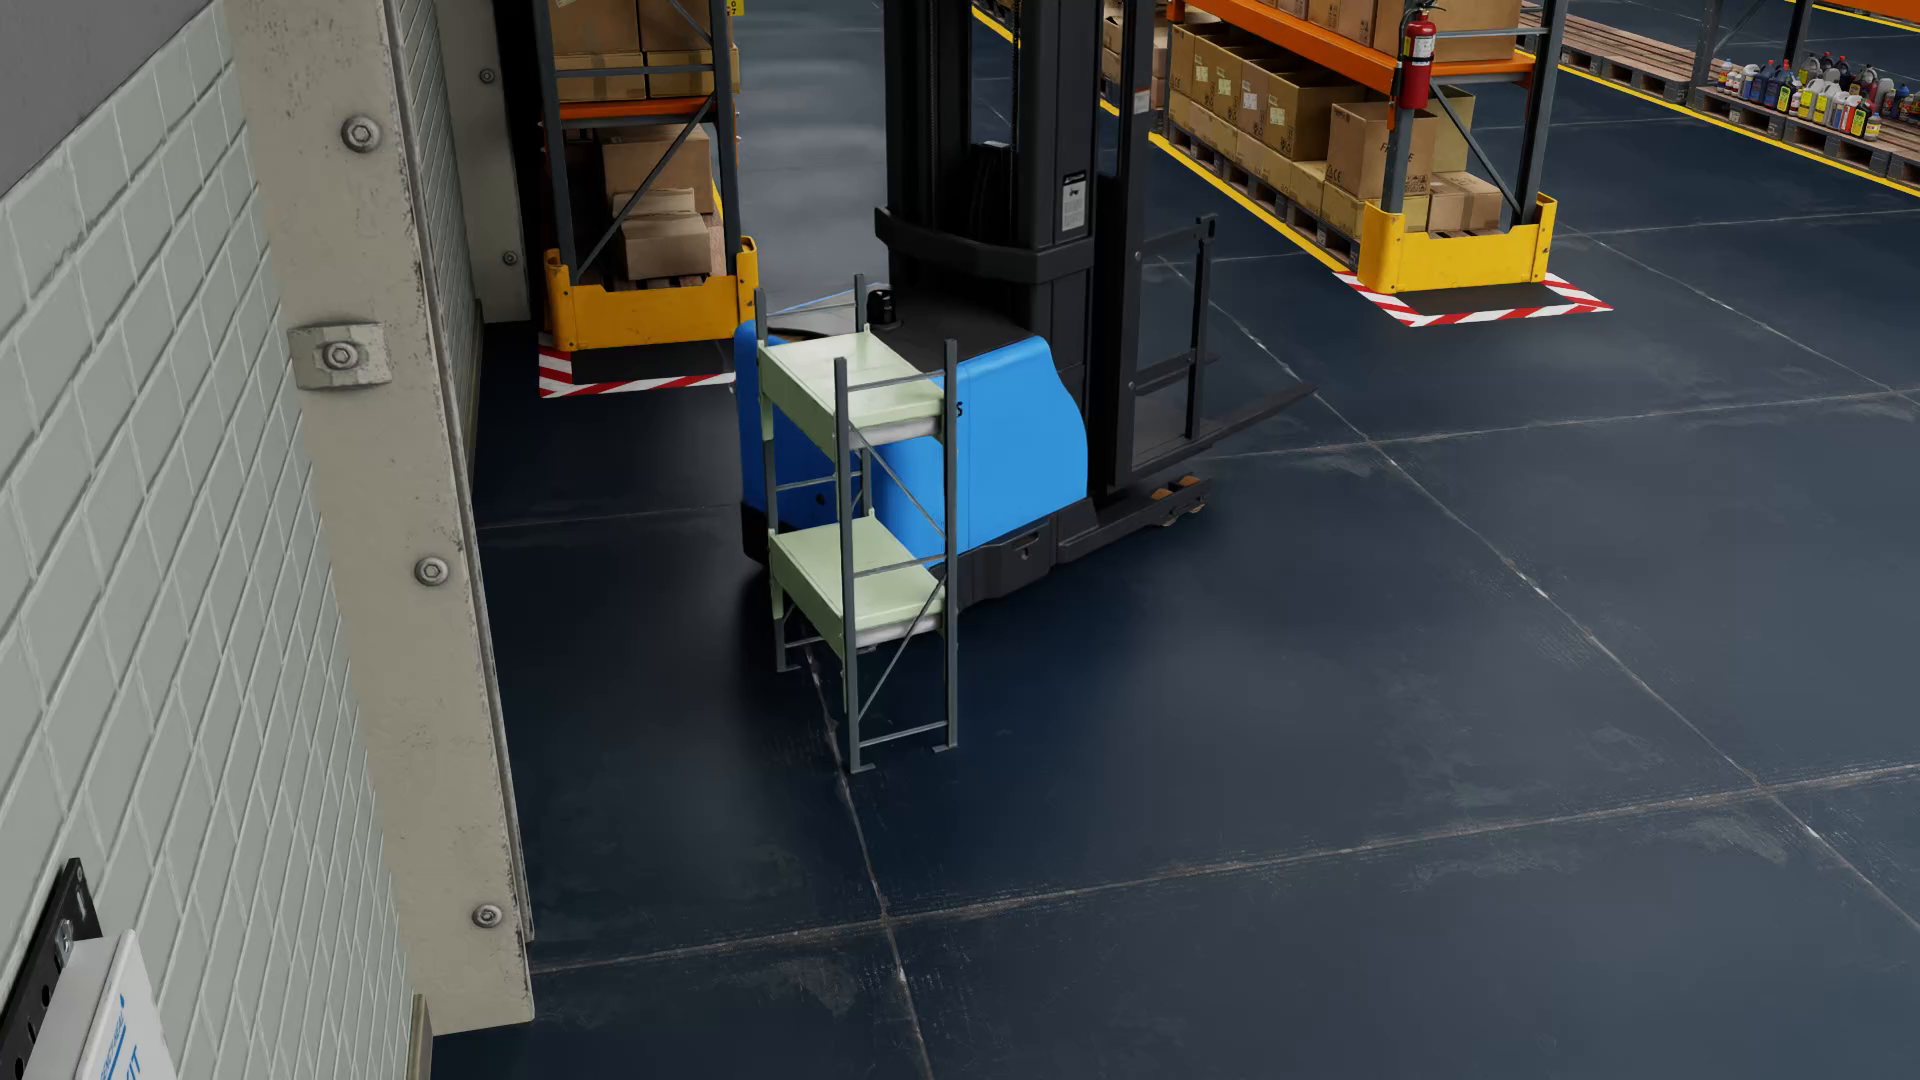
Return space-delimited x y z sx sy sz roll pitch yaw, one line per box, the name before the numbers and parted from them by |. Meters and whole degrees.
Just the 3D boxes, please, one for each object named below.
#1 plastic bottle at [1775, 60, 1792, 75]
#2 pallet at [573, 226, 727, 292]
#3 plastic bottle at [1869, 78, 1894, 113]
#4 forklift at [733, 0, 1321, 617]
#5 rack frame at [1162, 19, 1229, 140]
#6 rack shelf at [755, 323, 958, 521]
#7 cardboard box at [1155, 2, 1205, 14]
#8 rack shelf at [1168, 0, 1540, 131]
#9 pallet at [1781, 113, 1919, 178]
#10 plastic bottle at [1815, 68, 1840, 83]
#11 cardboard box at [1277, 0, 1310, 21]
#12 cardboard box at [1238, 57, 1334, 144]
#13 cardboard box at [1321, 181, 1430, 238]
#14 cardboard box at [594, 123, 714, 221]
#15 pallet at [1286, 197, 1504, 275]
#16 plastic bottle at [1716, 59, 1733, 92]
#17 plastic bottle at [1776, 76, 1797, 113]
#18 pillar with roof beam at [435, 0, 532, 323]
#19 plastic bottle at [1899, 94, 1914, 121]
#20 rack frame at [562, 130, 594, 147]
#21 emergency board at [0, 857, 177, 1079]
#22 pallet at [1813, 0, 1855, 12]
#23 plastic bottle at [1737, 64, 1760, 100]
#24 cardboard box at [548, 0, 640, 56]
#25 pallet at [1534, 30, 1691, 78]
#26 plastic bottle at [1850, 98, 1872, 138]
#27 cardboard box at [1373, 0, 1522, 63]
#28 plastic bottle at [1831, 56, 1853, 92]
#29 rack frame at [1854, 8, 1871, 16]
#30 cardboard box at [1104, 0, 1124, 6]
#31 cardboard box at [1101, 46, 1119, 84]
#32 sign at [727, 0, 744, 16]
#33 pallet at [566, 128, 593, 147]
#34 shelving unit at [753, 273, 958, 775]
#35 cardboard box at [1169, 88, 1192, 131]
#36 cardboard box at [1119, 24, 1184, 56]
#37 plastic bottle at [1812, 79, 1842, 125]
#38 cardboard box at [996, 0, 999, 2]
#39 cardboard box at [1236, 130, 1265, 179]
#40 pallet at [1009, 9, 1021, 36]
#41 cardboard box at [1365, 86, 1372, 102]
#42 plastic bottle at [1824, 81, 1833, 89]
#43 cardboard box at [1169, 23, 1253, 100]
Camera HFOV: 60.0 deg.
plastic bottle | 6.941 -3.888 14.075 0.144 0.351 0.185 -6 27 -12
pallet | -1.893 -1.642 10.270 1.003 0.211 1.213 -6 27 -12
plastic bottle | 7.598 -3.685 13.756 0.152 0.276 0.135 -5 27 -11
forklift | 0.491 -1.516 7.001 3.031 2.935 1.130 -24 35 -39
rack frame | 2.196 -4.754 13.340 1.000 3.000 0.127 -6 27 -12
rack shelf | -0.353 -0.410 5.532 0.431 0.370 0.720 -12 29 -23
cardboard box | 1.998 -4.846 15.485 0.500 0.311 0.500 -5 27 -10
rack shelf | 2.647 -3.555 11.763 1.077 0.370 4.000 -6 27 -12
pallet | 7.412 -3.175 13.306 1.003 0.211 1.213 -6 27 -12
plastic bottle | 7.354 -3.872 14.128 0.152 0.276 0.135 -6 27 -12
cardboard box | 2.653 -3.928 11.593 0.700 0.500 0.500 -5 27 -10
cardboard box | 2.336 -3.155 11.926 0.500 0.500 0.500 -6 27 -12
cardboard box | 2.689 -2.164 10.793 0.500 0.250 0.500 -6 27 -12
cardboard box | -2.041 -2.464 11.089 0.700 0.500 0.500 -8 28 -15
pallet | 2.885 -2.085 11.146 1.003 0.211 1.213 -6 27 -12
plastic bottle | 6.668 -4.050 14.484 0.097 0.271 0.097 0 27 0
plastic bottle | 6.840 -3.683 13.745 0.061 0.283 0.133 -5 27 -9
pillar with roof beam | 1.466 -5.828 8.811 9.100 9.000 0.400 -6 27 -12
plastic bottle | 7.697 -3.512 13.497 0.097 0.201 0.097 0 27 0
rack frame | -2.629 -4.250 12.340 1.000 3.000 0.127 -6 27 -12
emergency board | -0.856 1.010 1.921 0.194 1.169 0.643 -6 27 -12
pallet | 10.843 -6.623 20.138 1.003 0.211 1.213 -6 27 -12
plastic bottle | 6.767 -3.913 14.207 0.152 0.276 0.135 -5 27 -10
cardboard box | -2.041 -2.956 9.089 0.500 0.500 0.500 -6 27 -12
pallet | 6.530 -4.888 16.700 1.003 0.211 1.213 -6 27 -12
plastic bottle | 7.039 -3.295 12.975 0.061 0.283 0.133 -5 27 -10
cardboard box | 3.005 -3.249 10.247 0.700 0.500 0.500 -6 27 -12
plastic bottle | 7.492 -3.932 14.162 0.144 0.351 0.185 -7 28 -14
rack frame | 10.947 -7.515 18.809 1.000 3.000 0.127 -6 27 -12
cardboard box | 1.366 -5.007 15.804 0.500 0.311 0.500 -7 28 -13
cardboard box | 1.592 -4.314 15.053 0.500 0.250 0.500 -5 27 -10
sign | -1.199 -2.935 8.776 0.100 0.325 0.005 -6 27 -12
pallet | -2.806 -3.346 13.646 1.003 0.211 1.213 -6 27 -12
shelving unit | -0.353 -0.062 5.708 0.431 1.500 0.755 -12 29 -23
cardboard box | 2.005 -3.480 13.401 0.500 0.250 0.500 -6 27 -12
cardboard box | 1.702 -4.341 14.485 0.500 0.311 0.500 -5 27 -10
plastic bottle | 6.981 -3.522 13.350 0.144 0.351 0.185 -5 27 -9
cardboard box | 0.615 -6.434 18.955 0.500 0.500 0.500 -7 28 -14
cardboard box | 2.339 -2.821 12.095 0.500 0.250 0.500 -6 27 -12
pallet | 1.163 -5.597 18.105 1.003 0.211 1.213 -6 27 -12
cardboard box | 2.954 -2.989 11.595 0.500 0.500 0.500 -6 27 -12
plastic bottle | 7.078 -3.596 13.580 0.152 0.276 0.135 -6 27 -12
cardboard box | 1.996 -3.814 13.230 0.500 0.500 0.500 -6 27 -12
